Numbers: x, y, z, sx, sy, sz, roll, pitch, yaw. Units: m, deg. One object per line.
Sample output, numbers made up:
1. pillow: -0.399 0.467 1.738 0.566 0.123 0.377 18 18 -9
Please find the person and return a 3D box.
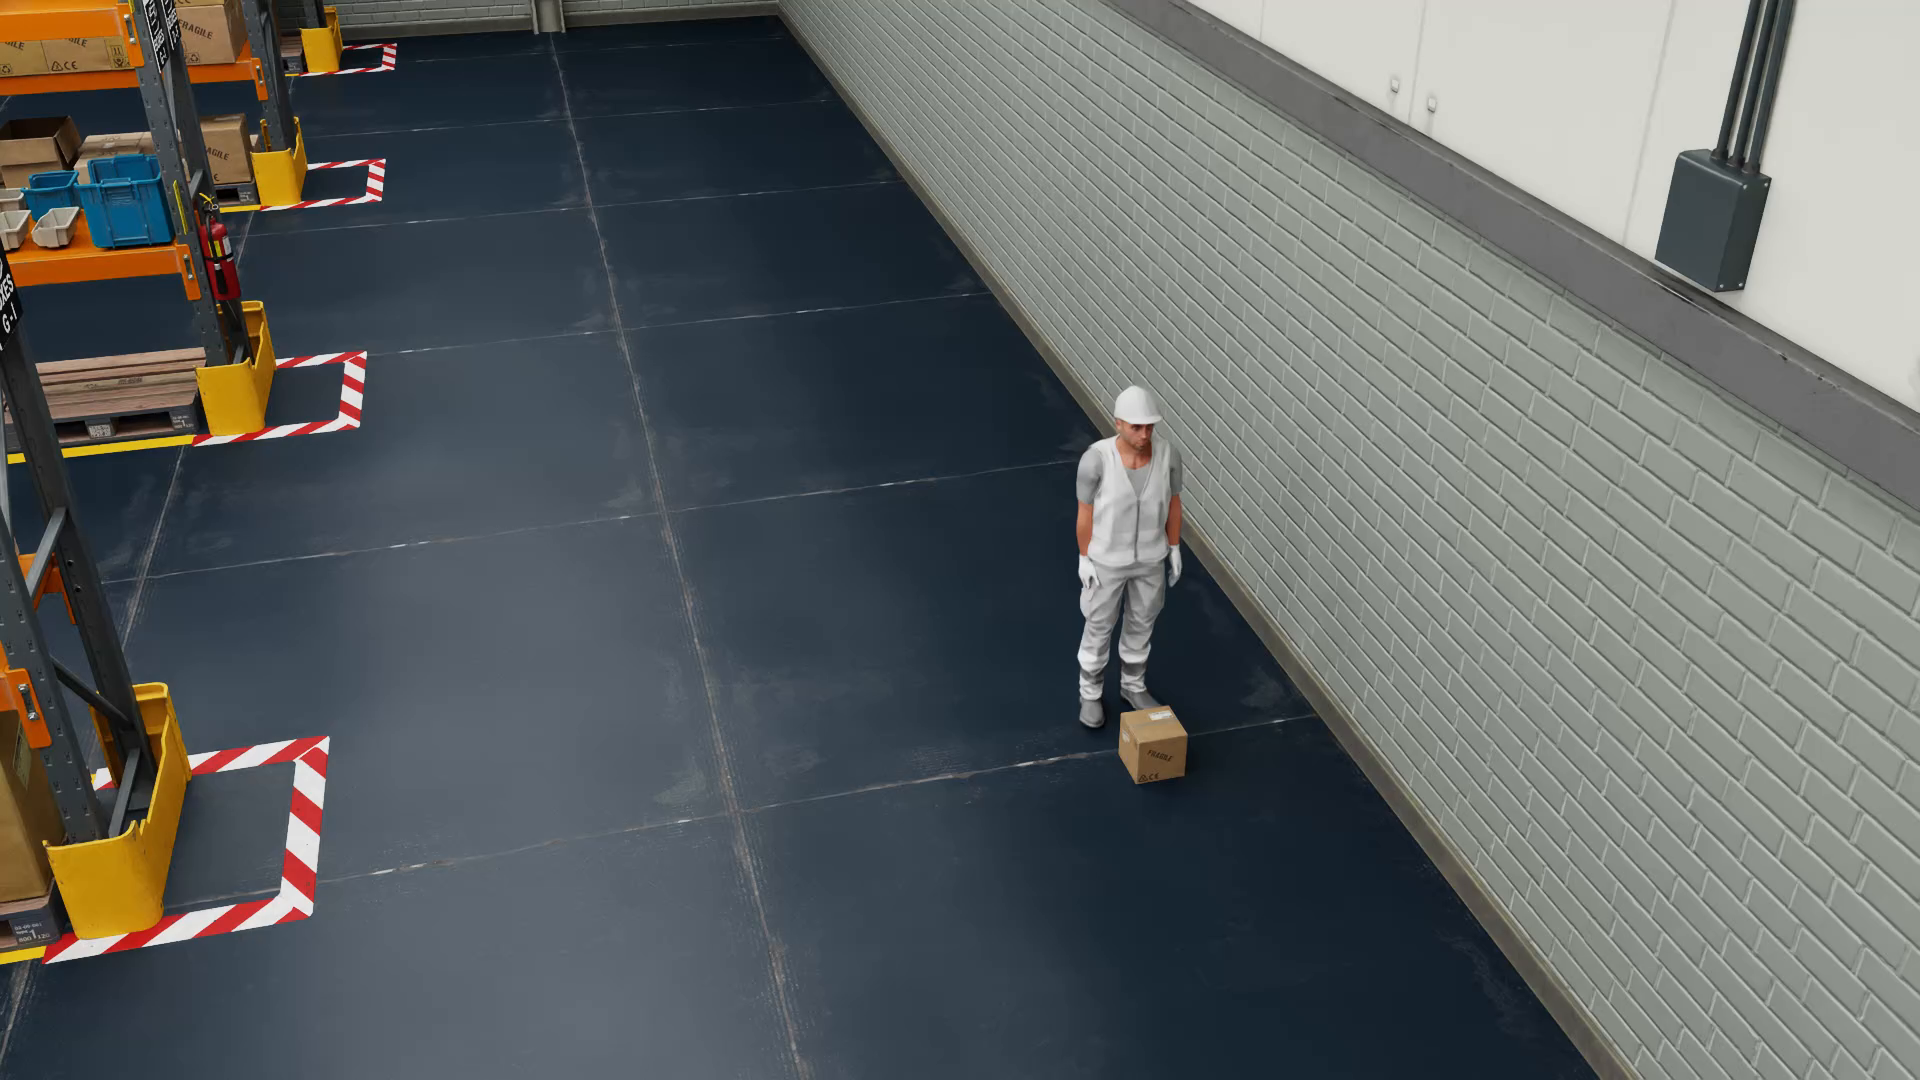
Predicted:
1. person: 0.818 0.085 8.063 0.529 1.790 0.332 -7 31 -12
